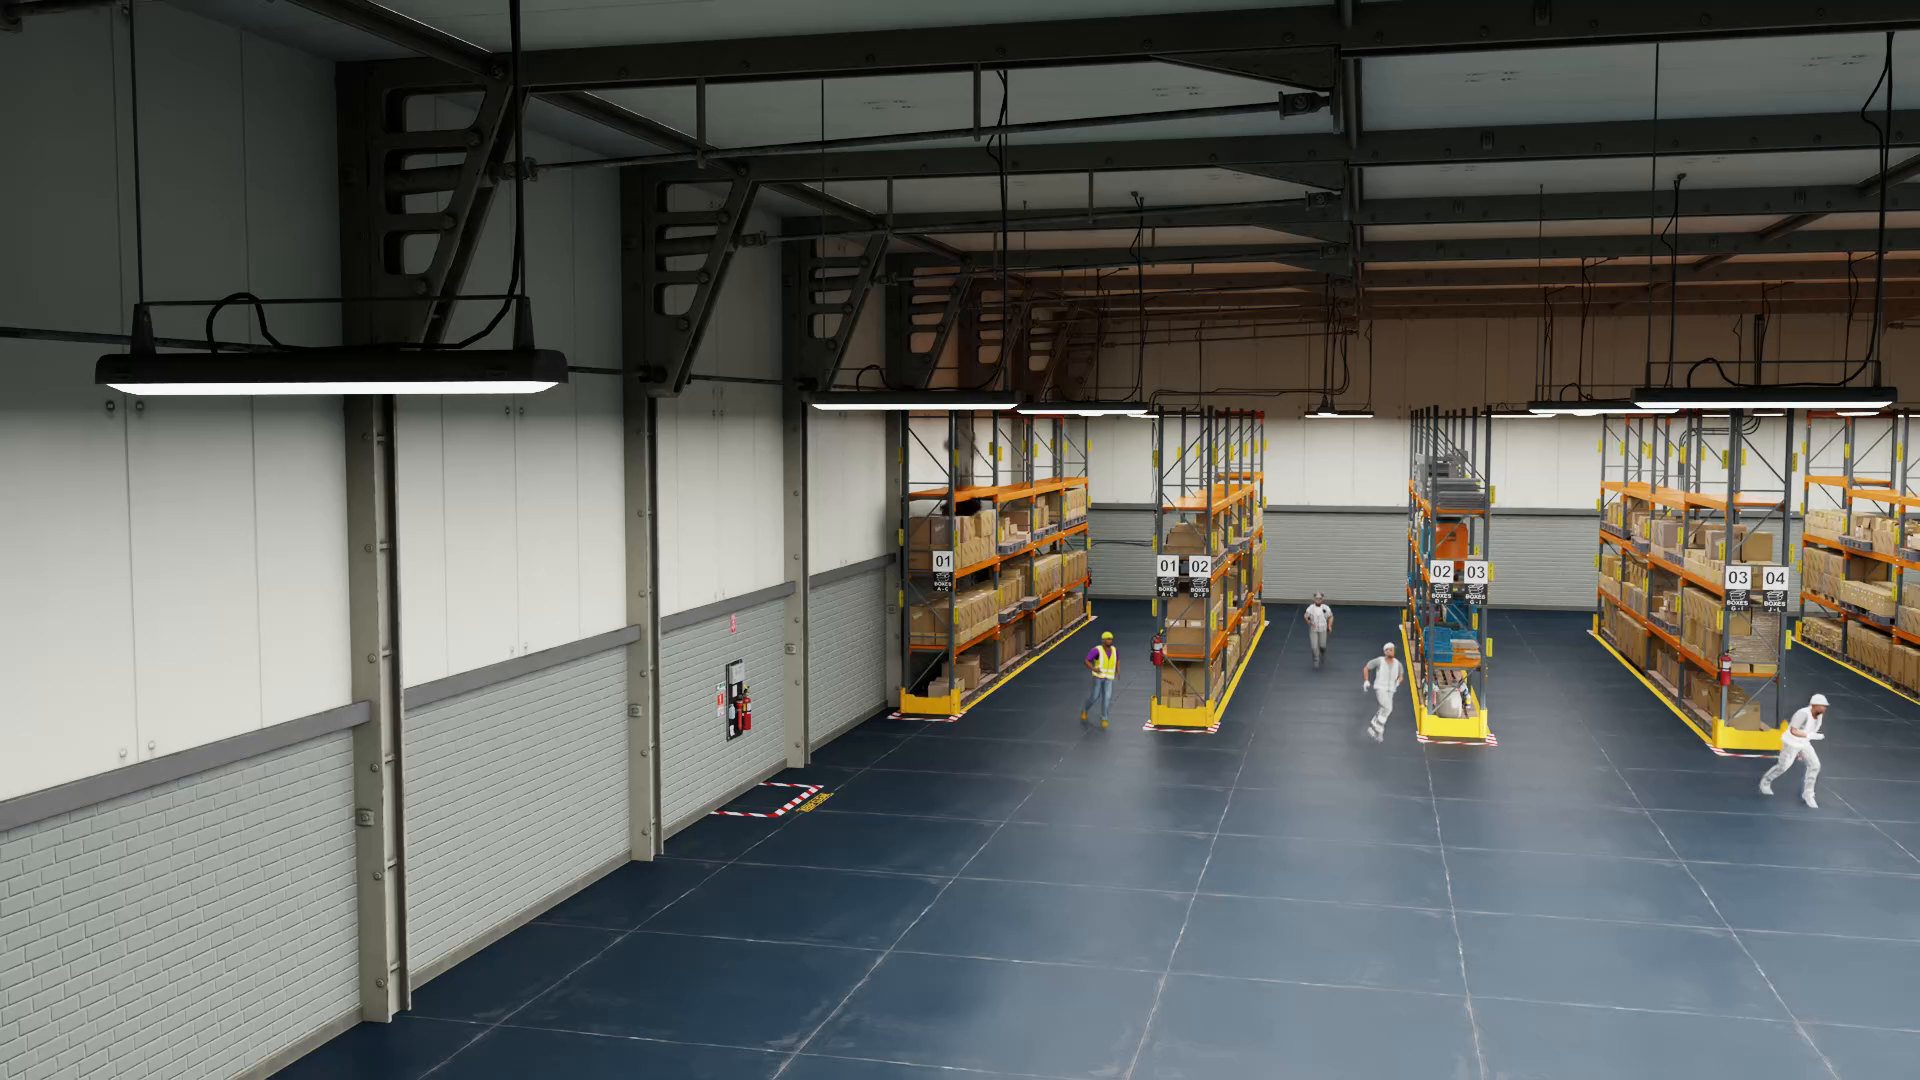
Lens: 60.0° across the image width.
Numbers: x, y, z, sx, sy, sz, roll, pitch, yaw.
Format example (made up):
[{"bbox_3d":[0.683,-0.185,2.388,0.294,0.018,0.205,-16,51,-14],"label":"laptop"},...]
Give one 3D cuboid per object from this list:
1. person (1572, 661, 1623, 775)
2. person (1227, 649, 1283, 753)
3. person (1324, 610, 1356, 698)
[{"bbox_3d":[10.405,2.896,27.163,0.776,1.850,0.616,4,6,45],"label":"person"},{"bbox_3d":[5.146,2.767,28.856,0.985,1.789,0.711,4,6,42],"label":"person"},{"bbox_3d":[7.923,2.372,34.674,0.663,1.839,0.757,1,4,11],"label":"person"}]
